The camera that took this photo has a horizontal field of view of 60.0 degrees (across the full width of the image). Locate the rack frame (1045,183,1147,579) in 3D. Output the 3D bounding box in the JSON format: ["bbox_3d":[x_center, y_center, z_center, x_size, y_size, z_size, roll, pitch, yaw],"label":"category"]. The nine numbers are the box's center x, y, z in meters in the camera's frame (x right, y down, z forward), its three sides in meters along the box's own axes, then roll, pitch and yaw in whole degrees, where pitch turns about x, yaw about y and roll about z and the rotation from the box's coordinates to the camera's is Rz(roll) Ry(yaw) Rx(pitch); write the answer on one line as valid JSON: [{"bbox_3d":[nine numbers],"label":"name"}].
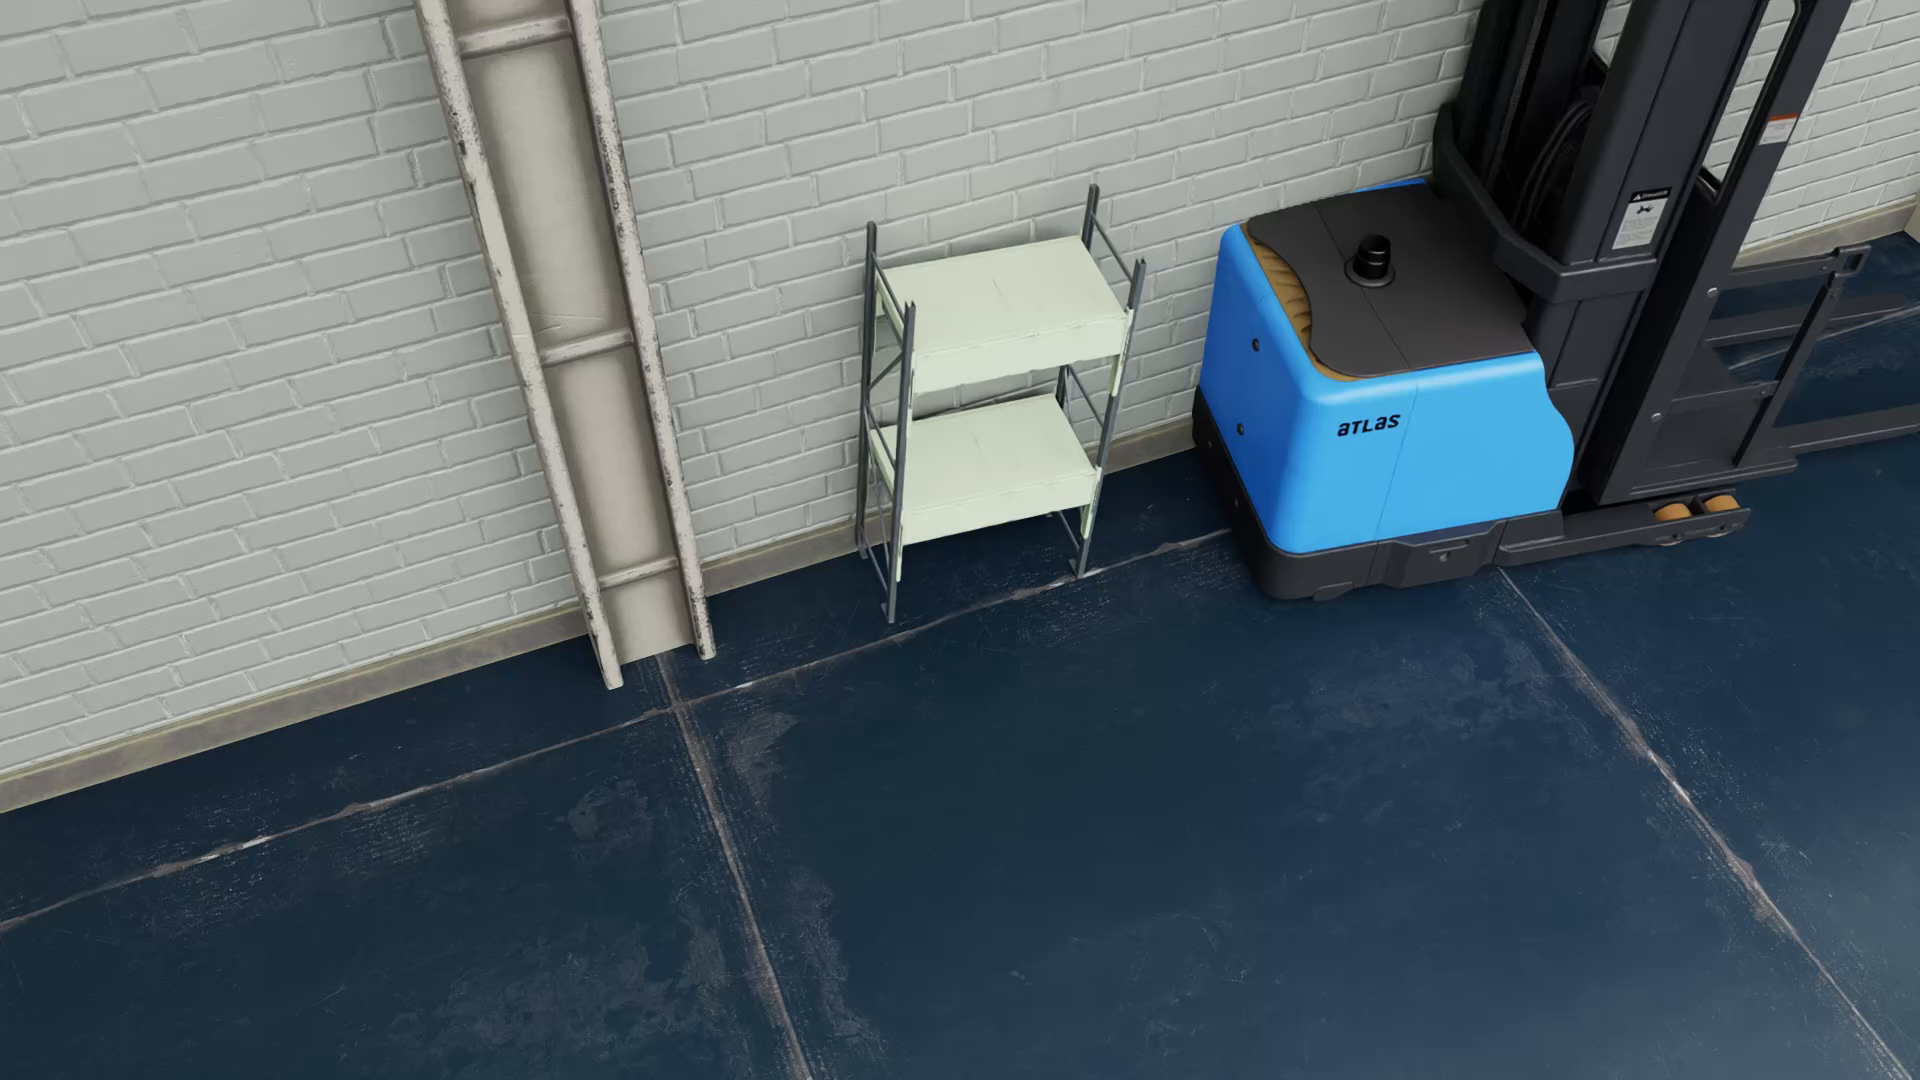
[{"bbox_3d":[0.430,-0.488,5.671,0.023,1.500,0.400,-13,52,-16],"label":"rack frame"}]

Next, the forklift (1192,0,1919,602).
[{"bbox_3d":[2.458,-1.317,5.449,3.031,2.935,1.130,-10,50,-8],"label":"forklift"}]

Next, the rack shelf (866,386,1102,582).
[{"bbox_3d":[0.063,-0.201,5.821,0.720,0.370,0.431,-13,52,-16],"label":"rack shelf"}]

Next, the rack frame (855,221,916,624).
[{"bbox_3d":[-0.257,-0.332,5.474,0.023,1.500,0.400,-13,52,-16],"label":"rack frame"}]

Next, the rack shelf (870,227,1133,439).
[{"bbox_3d":[0.115,-0.662,5.275,0.720,0.370,0.431,-13,52,-16],"label":"rack shelf"}]

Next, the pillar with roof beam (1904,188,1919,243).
[{"bbox_3d":[6.079,-1.270,1.409,0.400,9.000,9.100,-17,52,-14],"label":"pillar with roof beam"}]

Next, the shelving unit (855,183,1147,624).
[{"bbox_3d":[0.086,-0.410,5.573,0.755,1.500,0.431,-13,52,-16],"label":"shelving unit"}]
